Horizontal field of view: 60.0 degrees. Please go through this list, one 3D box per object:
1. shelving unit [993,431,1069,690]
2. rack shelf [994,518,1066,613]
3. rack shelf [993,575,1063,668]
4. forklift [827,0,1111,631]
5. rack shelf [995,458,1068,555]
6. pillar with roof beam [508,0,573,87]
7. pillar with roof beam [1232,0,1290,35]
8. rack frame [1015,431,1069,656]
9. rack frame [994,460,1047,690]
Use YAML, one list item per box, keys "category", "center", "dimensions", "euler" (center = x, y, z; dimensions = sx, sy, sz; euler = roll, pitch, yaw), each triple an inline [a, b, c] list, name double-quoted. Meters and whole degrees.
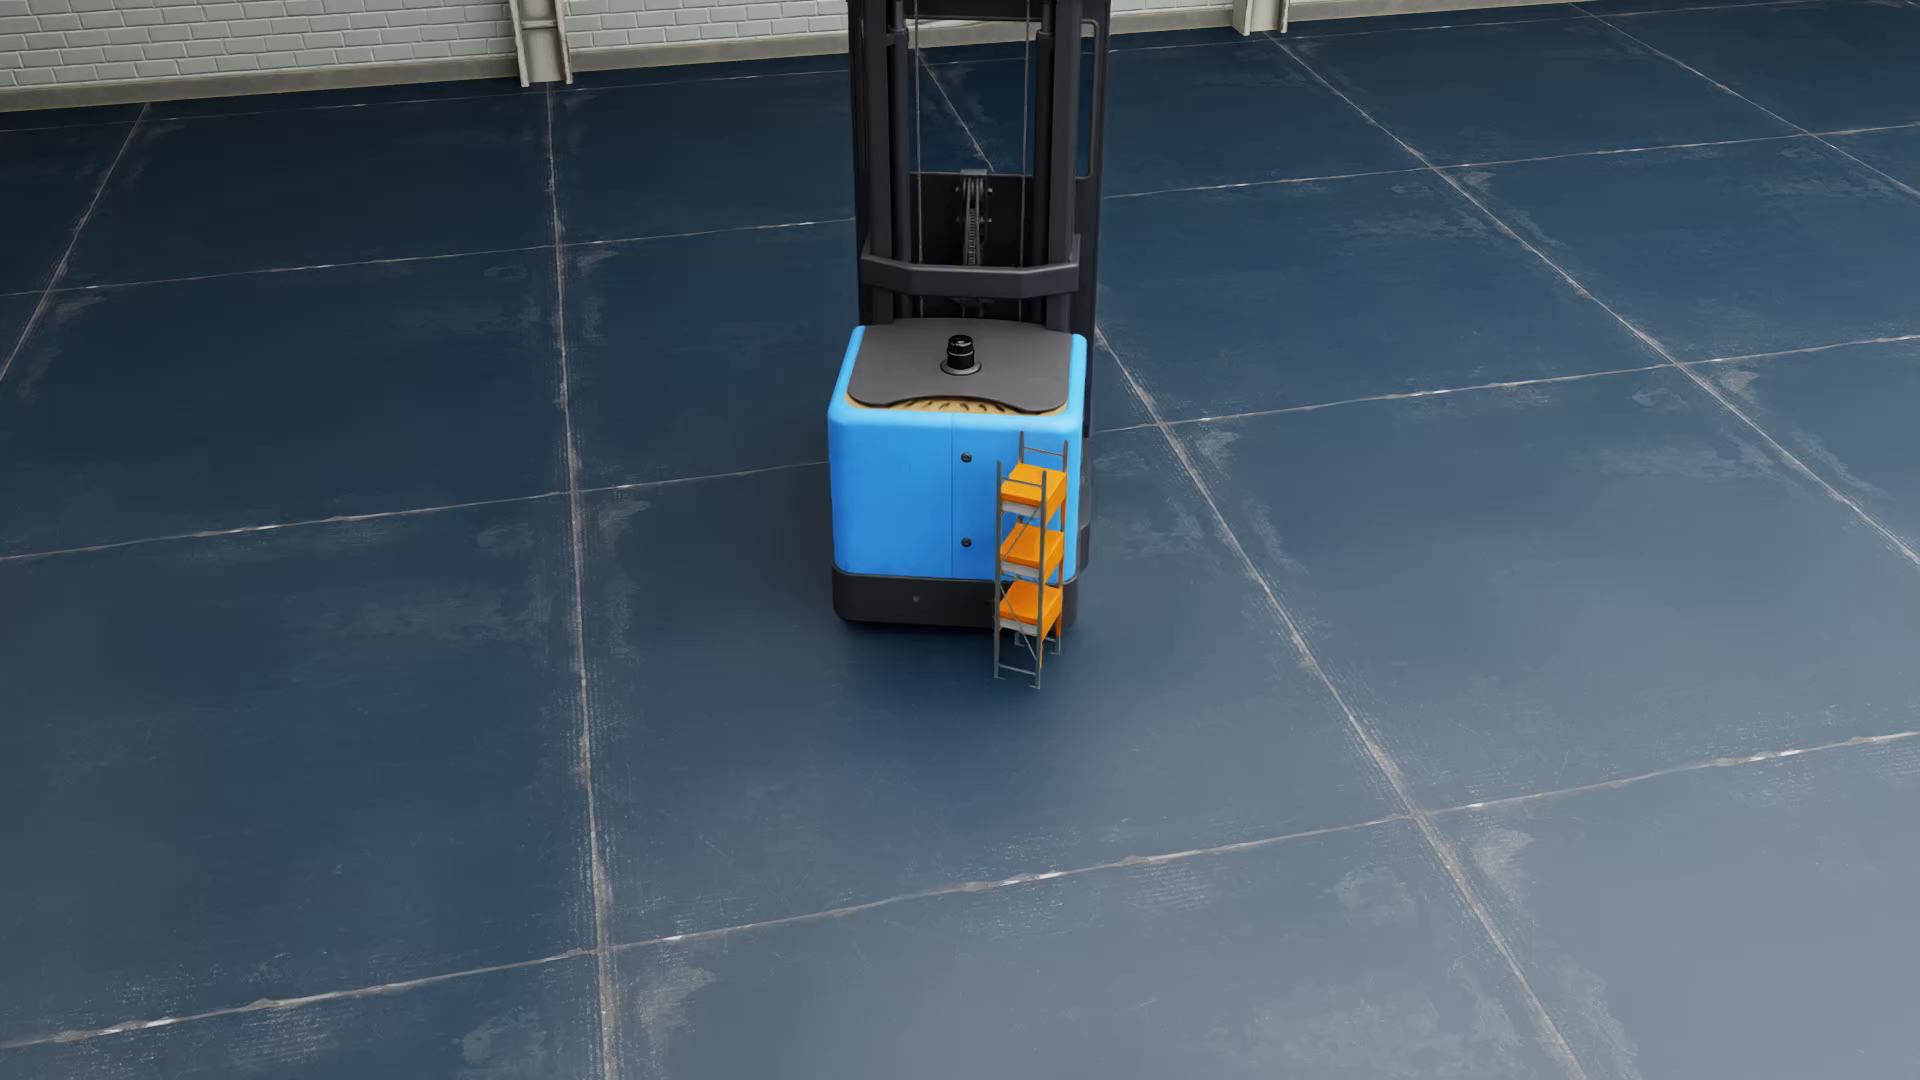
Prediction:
- category: "shelving unit"
  center: [0.280, 0.093, 6.669]
  dimensions: [0.215, 1.050, 0.252]
  euler: [13, 36, 18]
- category: "rack shelf"
  center: [0.280, 0.102, 6.675]
  dimensions: [0.215, 0.259, 0.240]
  euler: [13, 36, 18]
- category: "rack shelf"
  center: [0.280, 0.333, 6.829]
  dimensions: [0.215, 0.259, 0.240]
  euler: [13, 36, 18]
- category: "forklift"
  center: [0.101, -1.632, 7.551]
  dimensions: [1.130, 2.935, 3.031]
  euler: [3, 34, 4]
- category: "rack shelf"
  center: [0.280, -0.133, 6.516]
  dimensions: [0.215, 0.259, 0.240]
  euler: [13, 36, 18]
- category: "pillar with roof beam"
  center: [-2.332, -5.061, 7.216]
  dimensions: [0.400, 9.000, 9.100]
  euler: [-7, 35, -11]
- category: "pillar with roof beam"
  center: [3.520, -5.799, 8.315]
  dimensions: [0.400, 9.000, 9.100]
  euler: [-7, 35, -11]
- category: "rack frame"
  center: [0.327, 0.030, 6.762]
  dimensions: [0.200, 1.050, 0.008]
  euler: [13, 36, 18]
- category: "rack frame"
  center: [0.234, 0.156, 6.575]
  dimensions: [0.200, 1.050, 0.008]
  euler: [13, 36, 18]
